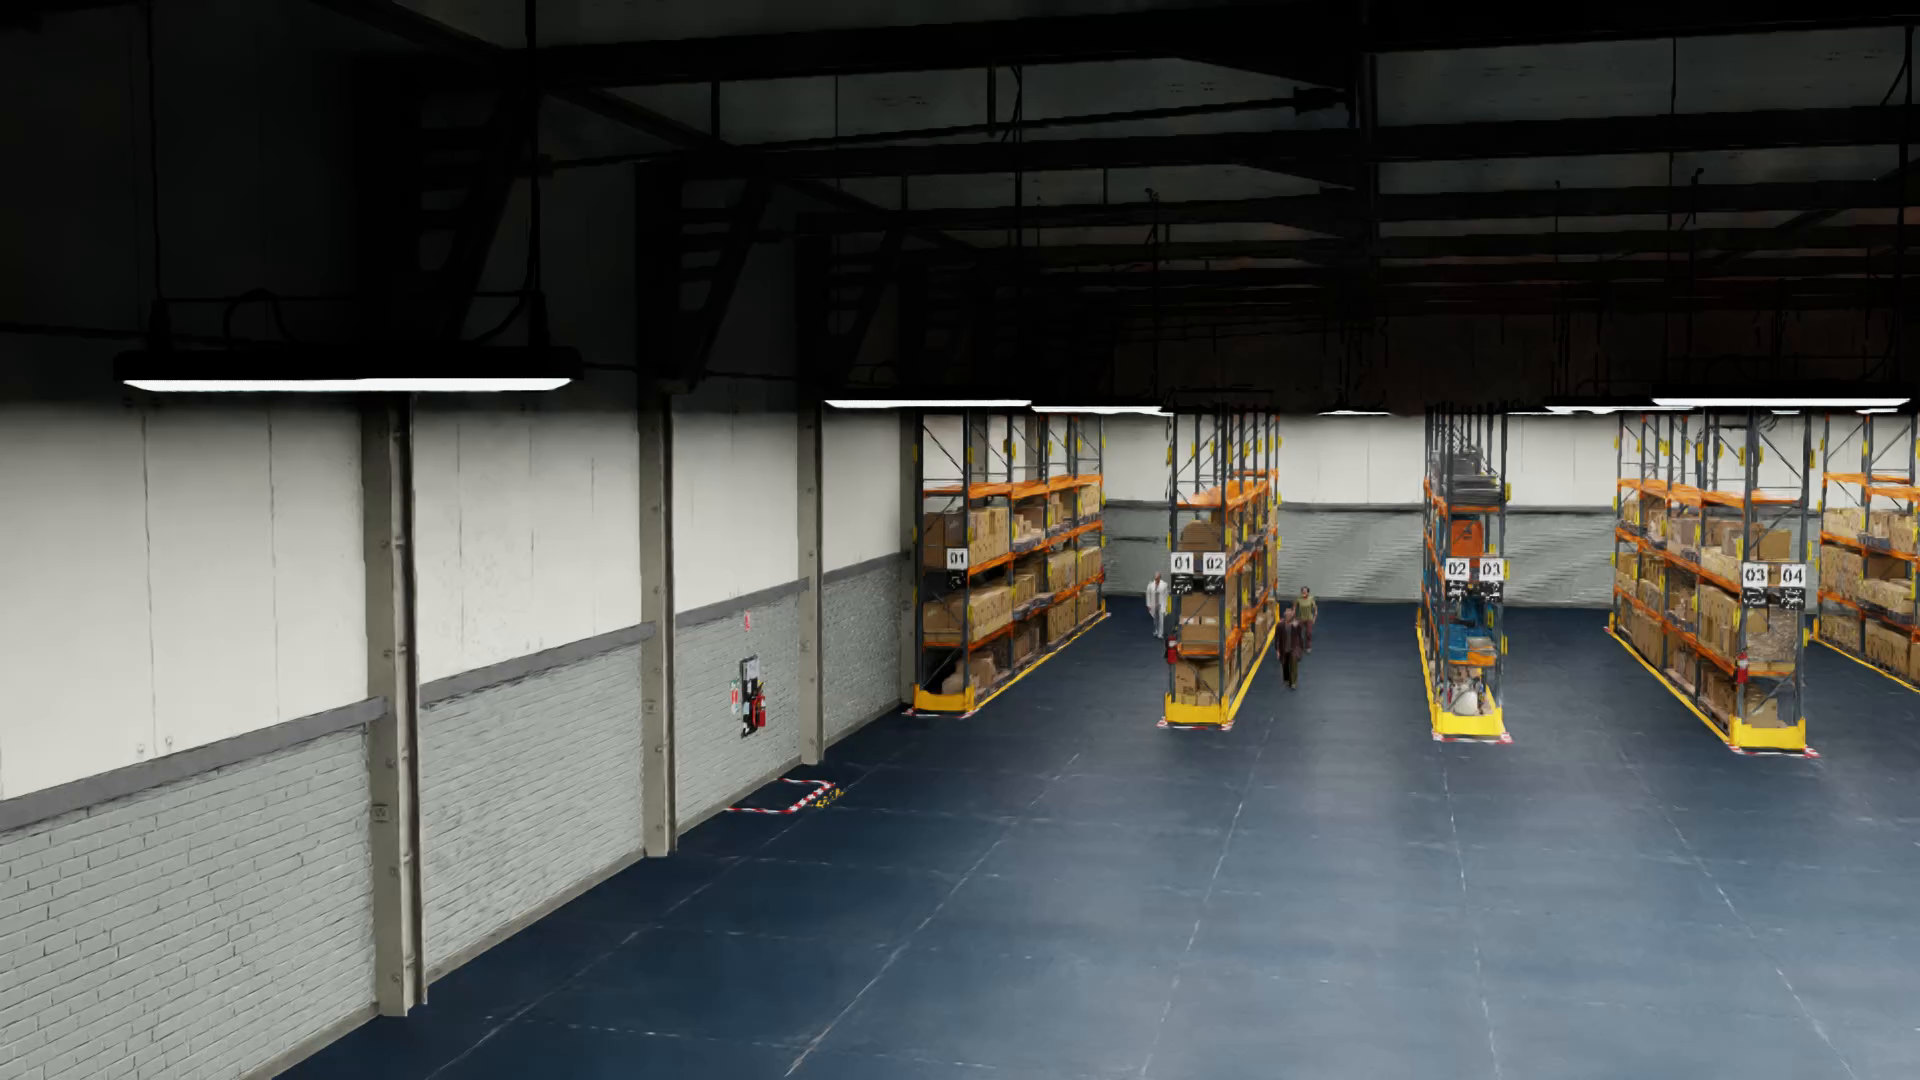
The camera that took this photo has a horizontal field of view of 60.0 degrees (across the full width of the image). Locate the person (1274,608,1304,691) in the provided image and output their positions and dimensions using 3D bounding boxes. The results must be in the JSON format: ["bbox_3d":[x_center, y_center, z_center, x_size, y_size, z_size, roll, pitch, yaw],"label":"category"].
[{"bbox_3d":[6.901,2.276,34.933,0.598,1.698,1.193,1,4,16],"label":"person"}]

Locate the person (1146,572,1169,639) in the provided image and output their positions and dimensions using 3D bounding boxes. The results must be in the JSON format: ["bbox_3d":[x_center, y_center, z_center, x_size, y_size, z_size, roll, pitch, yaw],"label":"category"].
[{"bbox_3d":[5.114,1.674,43.093,0.598,1.698,1.194,1,4,16],"label":"person"}]

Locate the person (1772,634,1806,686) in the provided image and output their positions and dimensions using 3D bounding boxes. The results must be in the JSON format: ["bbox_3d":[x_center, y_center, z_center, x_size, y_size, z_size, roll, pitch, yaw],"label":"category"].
[{"bbox_3d":[17.645,2.232,35.460,0.550,1.723,1.029,0,4,6],"label":"person"}]

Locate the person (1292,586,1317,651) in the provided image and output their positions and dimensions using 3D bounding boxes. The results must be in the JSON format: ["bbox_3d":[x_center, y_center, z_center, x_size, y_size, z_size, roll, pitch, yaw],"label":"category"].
[{"bbox_3d":[8.421,1.922,40.628,0.598,1.619,0.507,1,4,12],"label":"person"}]
